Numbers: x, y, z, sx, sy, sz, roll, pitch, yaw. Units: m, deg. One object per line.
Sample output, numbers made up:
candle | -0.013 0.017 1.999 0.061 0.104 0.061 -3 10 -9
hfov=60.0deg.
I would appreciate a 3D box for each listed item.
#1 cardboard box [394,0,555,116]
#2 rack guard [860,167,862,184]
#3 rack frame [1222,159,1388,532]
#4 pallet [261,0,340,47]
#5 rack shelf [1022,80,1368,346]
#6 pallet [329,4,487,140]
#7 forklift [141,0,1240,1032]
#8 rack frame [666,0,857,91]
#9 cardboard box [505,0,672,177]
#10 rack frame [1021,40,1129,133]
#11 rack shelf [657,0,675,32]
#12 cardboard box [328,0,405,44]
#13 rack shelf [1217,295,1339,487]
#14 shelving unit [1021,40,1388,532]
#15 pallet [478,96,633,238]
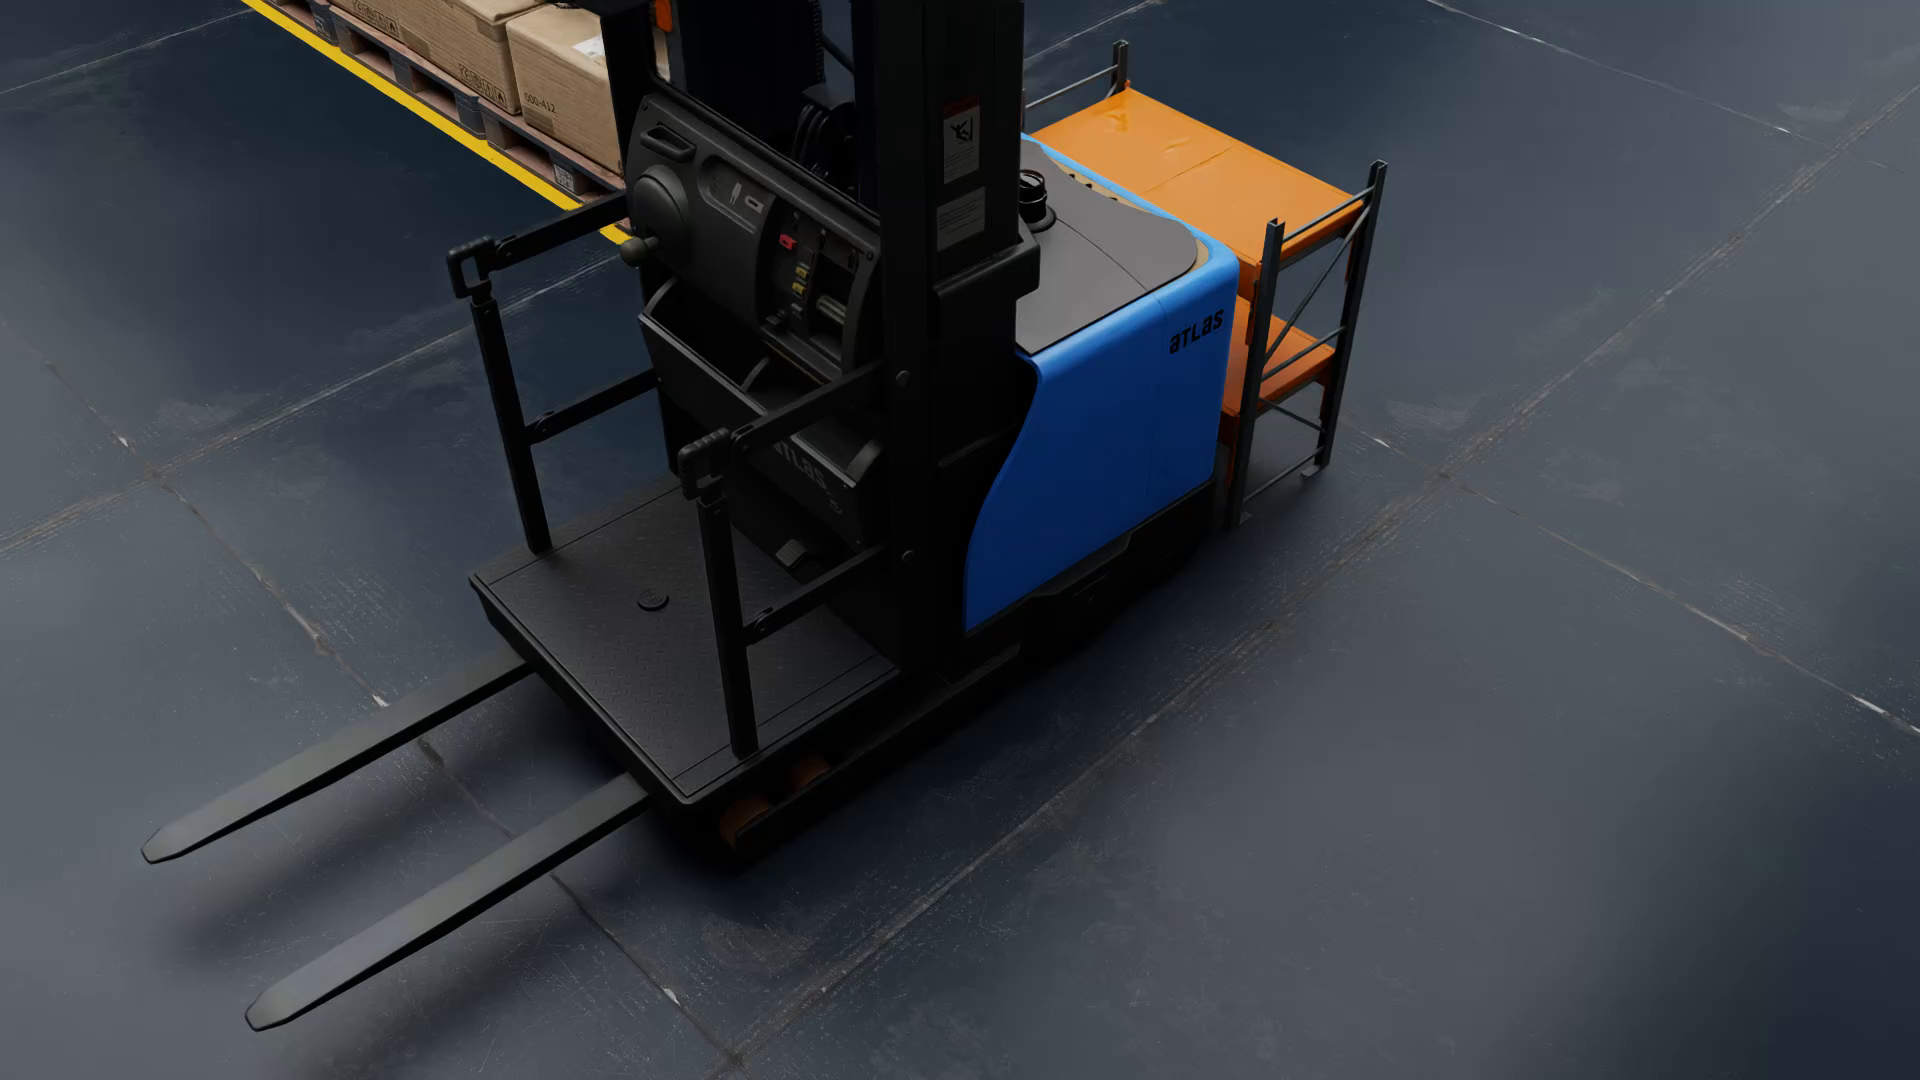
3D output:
cardboard box | -1.816 -2.310 7.118 0.875 0.438 0.875 -33 52 -30
rack guard | -0.610 -1.462 6.464 1.175 0.500 0.348 -34 53 -31
rack frame | 1.031 -0.559 5.026 0.500 1.125 0.032 -32 51 -30
pallet | -2.970 -2.887 8.219 1.003 0.211 1.213 -34 53 -31
rack shelf | 0.688 -1.029 5.103 0.538 0.278 1.000 -32 51 -30
pallet | -2.104 -2.301 7.584 1.003 0.211 1.213 -34 53 -31
forklift | -0.661 -0.656 3.800 3.031 2.935 1.130 -31 51 -29
rack frame | -0.626 -2.392 5.628 1.000 3.000 0.127 -34 53 -31
cardboard box | -1.163 -1.874 6.647 0.875 0.438 0.875 32 52 30
rack frame | 0.345 -1.068 5.577 0.500 1.125 0.032 -32 51 -30
rack shelf | -2.039 -3.089 6.912 1.077 0.370 4.000 -34 53 -31
cardboard box | -2.451 -2.744 7.588 0.875 0.438 0.875 33 52 30
rack shelf | 0.688 -0.634 5.468 0.538 0.278 1.000 -32 51 -30
shelving unit | 0.688 -0.814 5.302 0.538 1.125 1.048 -32 51 -30
pallet | -1.247 -1.714 6.950 1.003 0.211 1.213 -34 53 -31
